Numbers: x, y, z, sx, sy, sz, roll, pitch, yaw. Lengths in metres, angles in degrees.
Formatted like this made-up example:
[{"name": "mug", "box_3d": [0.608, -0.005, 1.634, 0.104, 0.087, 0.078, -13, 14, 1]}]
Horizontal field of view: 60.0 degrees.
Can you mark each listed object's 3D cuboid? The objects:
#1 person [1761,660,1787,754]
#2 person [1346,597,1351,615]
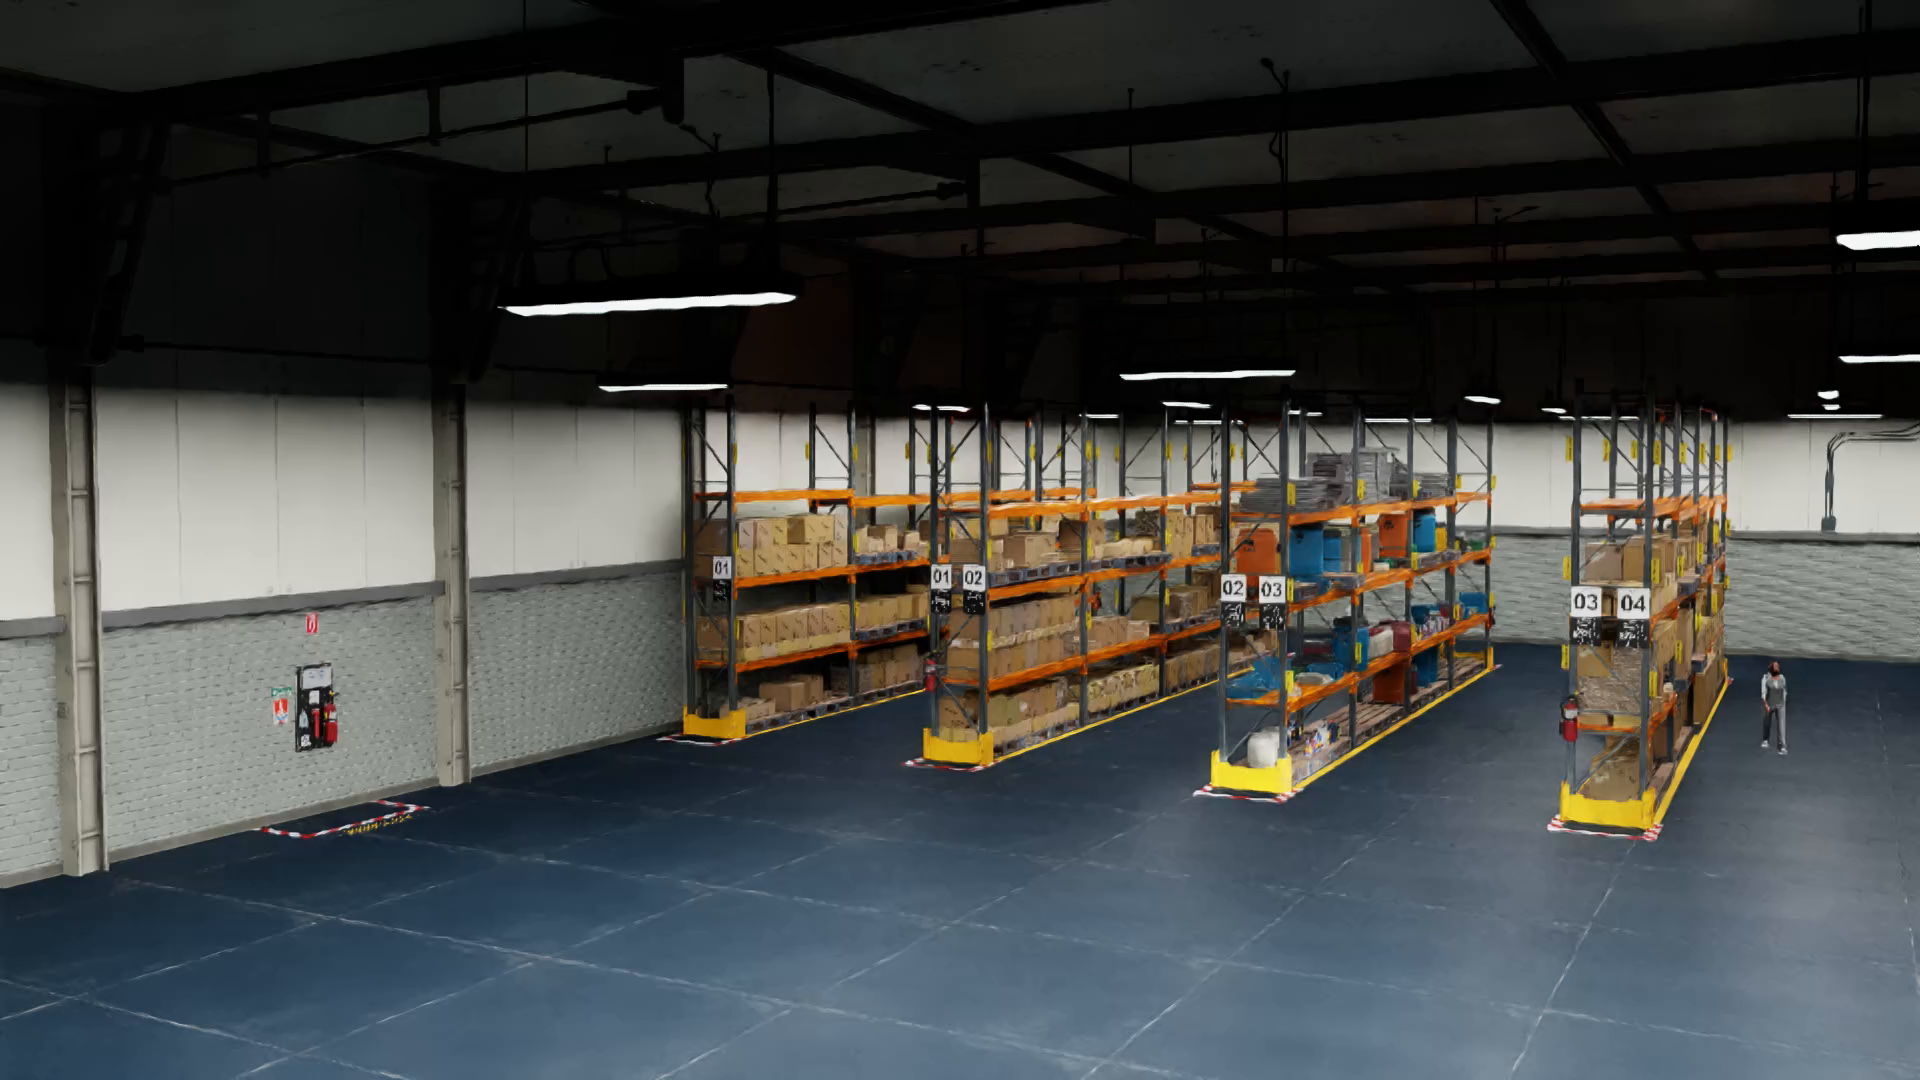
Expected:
[{"name": "person", "box_3d": [13.576, 2.760, 27.756, 0.412, 1.533, 0.955, 1, 3, 20]}, {"name": "person", "box_3d": [8.951, 2.123, 37.672, 0.489, 1.763, 0.620, 0, 3, 4]}]
